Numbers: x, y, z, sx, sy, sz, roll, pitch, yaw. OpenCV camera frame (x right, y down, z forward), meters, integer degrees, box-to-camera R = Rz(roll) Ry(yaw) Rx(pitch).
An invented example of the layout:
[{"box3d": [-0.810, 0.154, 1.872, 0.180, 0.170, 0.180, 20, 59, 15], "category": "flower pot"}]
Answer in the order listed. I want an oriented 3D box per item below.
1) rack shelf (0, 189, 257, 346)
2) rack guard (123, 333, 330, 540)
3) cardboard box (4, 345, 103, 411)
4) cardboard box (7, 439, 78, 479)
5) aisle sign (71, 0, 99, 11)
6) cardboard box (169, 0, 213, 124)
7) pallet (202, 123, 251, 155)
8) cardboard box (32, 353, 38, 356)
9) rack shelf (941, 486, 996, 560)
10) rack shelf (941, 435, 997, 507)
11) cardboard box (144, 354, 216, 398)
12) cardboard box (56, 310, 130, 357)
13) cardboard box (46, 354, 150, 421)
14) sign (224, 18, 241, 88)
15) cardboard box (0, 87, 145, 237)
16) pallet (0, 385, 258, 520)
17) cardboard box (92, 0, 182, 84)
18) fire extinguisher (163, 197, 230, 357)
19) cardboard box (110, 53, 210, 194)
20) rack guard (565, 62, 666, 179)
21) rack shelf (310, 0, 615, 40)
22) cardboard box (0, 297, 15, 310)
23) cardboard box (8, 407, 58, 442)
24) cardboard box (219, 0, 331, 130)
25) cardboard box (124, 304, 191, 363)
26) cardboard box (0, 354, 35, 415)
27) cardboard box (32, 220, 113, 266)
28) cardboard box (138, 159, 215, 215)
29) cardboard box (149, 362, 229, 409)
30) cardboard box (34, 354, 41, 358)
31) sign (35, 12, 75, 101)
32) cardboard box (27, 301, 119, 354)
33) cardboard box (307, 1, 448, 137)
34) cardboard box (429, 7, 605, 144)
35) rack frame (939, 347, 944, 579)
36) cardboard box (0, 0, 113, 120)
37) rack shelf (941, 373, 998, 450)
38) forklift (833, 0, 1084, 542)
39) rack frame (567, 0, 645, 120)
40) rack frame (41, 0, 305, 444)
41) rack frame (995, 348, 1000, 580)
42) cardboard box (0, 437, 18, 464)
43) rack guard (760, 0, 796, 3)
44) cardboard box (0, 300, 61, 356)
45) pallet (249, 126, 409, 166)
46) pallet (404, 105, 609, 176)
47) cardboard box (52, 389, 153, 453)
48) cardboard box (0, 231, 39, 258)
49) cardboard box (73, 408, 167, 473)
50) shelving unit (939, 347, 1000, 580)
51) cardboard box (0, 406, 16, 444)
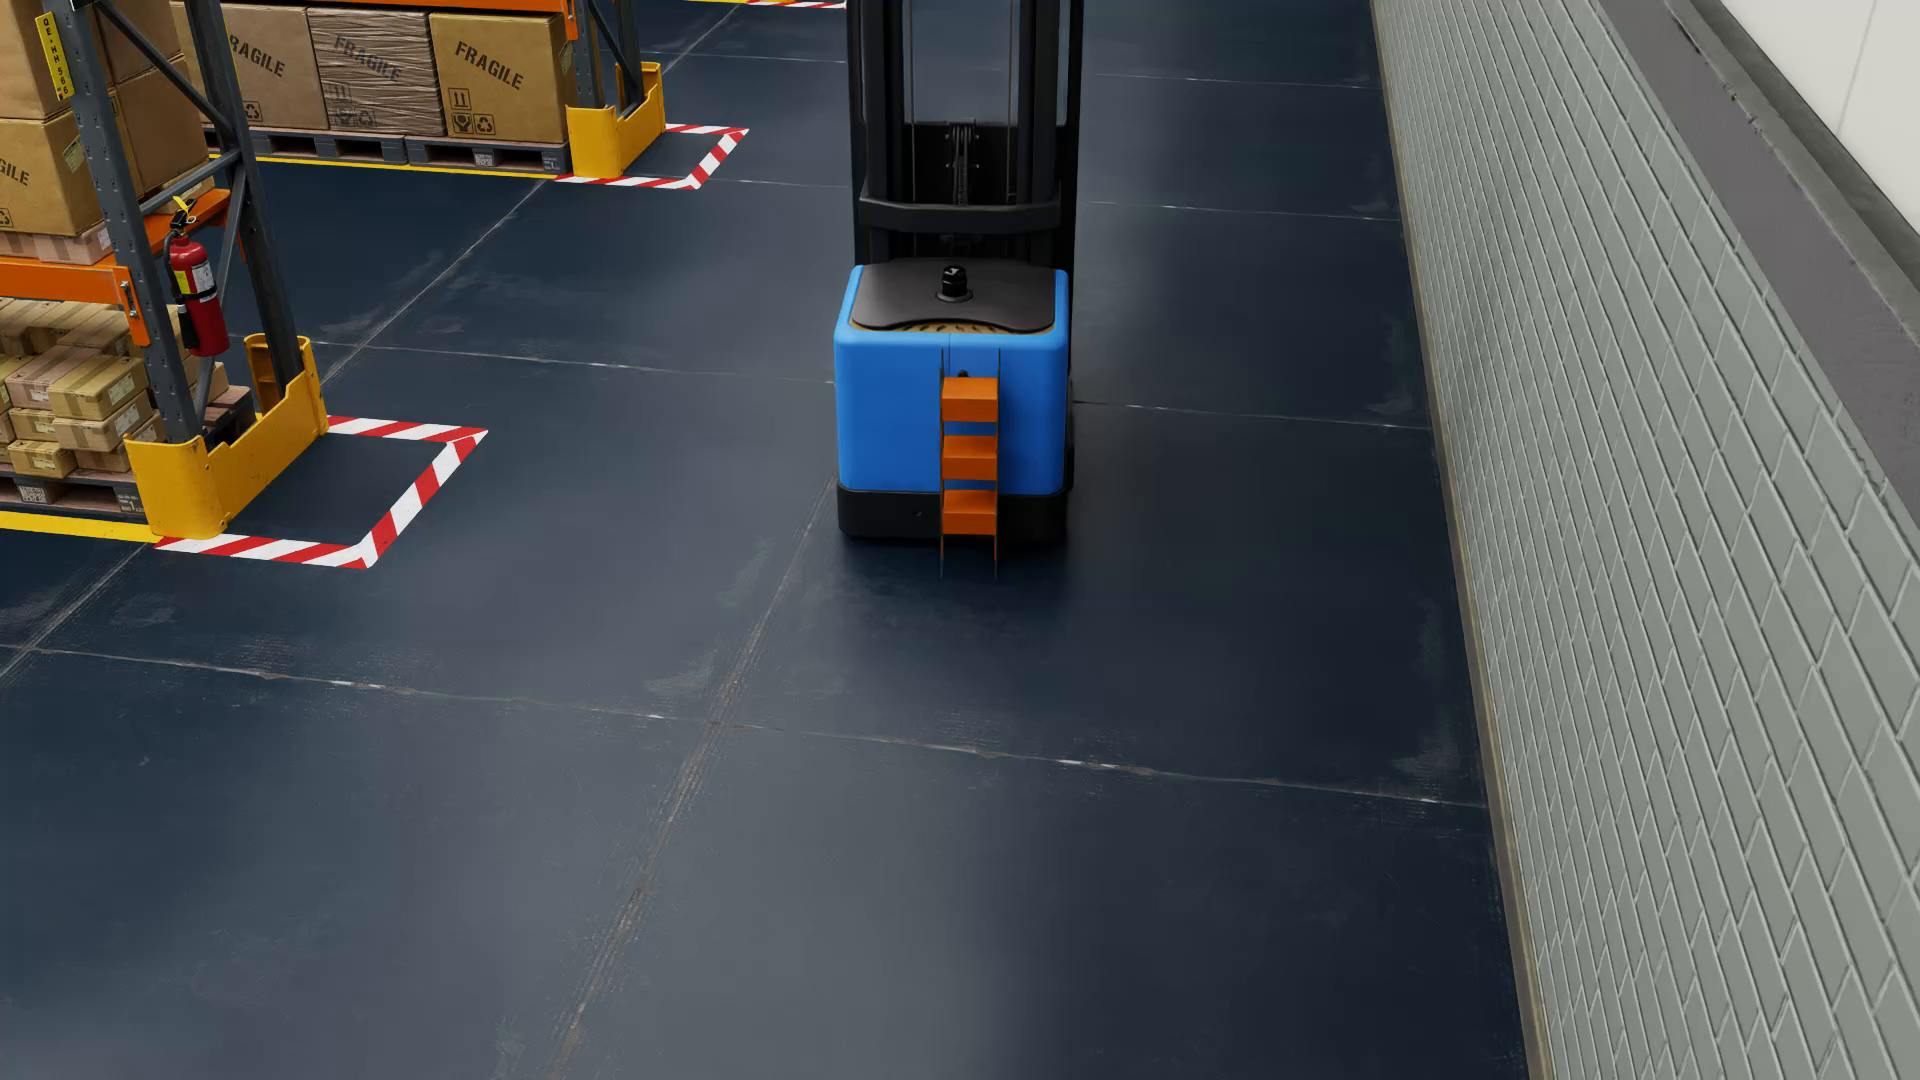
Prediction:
[{"box3d": [-5.446, -1.454, 7.924, 4.000, 0.370, 1.077, 5, 32, 8], "category": "rack shelf"}, {"box3d": [-3.549, -0.528, 8.122, 0.348, 0.500, 1.175, 5, 32, 8], "category": "rack guard"}, {"box3d": [-4.277, -0.769, 7.882, 0.250, 0.149, 0.380, 6, 33, 9], "category": "cardboard box"}, {"box3d": [-4.299, -0.458, 7.945, 0.250, 0.149, 0.380, 6, 33, 10], "category": "cardboard box"}, {"box3d": [-3.453, -2.519, 6.497, 0.004, 0.787, 0.394, 5, 32, 8], "category": "aisle sign"}, {"box3d": [-5.846, -3.699, 12.439, 0.875, 0.875, 0.875, 5, 32, 8], "category": "cardboard box"}, {"box3d": [-5.747, -3.232, 12.714, 1.213, 0.211, 1.003, 5, 32, 8], "category": "pallet"}, {"box3d": [-4.699, -0.966, 8.477, 0.250, 0.149, 0.380, 6, 33, 10], "category": "cardboard box"}, {"box3d": [0.043, -0.077, 7.428, 0.240, 0.259, 0.215, 1, 32, 2], "category": "rack shelf"}, {"box3d": [0.043, -0.313, 7.280, 0.240, 0.259, 0.215, 1, 32, 2], "category": "rack shelf"}, {"box3d": [-3.948, -0.857, 8.303, 0.250, 0.149, 0.380, 6, 33, 10], "category": "cardboard box"}, {"box3d": [-4.226, -0.988, 8.232, 0.250, 0.149, 0.380, 6, 33, 9], "category": "cardboard box"}, {"box3d": [-4.039, -0.717, 7.798, 0.250, 0.149, 0.380, 6, 32, 9], "category": "cardboard box"}, {"box3d": [-3.383, -2.231, 7.671, 0.005, 0.325, 0.100, 5, 32, 8], "category": "sign"}, {"box3d": [-3.961, -1.654, 7.191, 0.500, 0.500, 0.500, 6, 33, 9], "category": "cardboard box"}, {"box3d": [-4.344, -0.496, 8.344, 1.213, 0.211, 1.003, 5, 32, 8], "category": "pallet"}, {"box3d": [-3.872, -2.352, 7.363, 0.500, 0.500, 0.500, 5, 32, 8], "category": "cardboard box"}, {"box3d": [-3.304, -1.126, 7.145, 0.183, 0.674, 0.296, 5, 32, 8], "category": "fire extinguisher"}, {"box3d": [-3.870, -1.933, 7.637, 0.500, 0.500, 0.500, 7, 33, 11], "category": "cardboard box"}, {"box3d": [-2.517, -3.104, 12.237, 0.348, 0.500, 1.175, 5, 32, 8], "category": "rack guard"}, {"box3d": [-4.512, -4.039, 12.054, 4.000, 0.370, 1.077, 5, 32, 8], "category": "rack shelf"}, {"box3d": [-4.983, -1.086, 8.389, 0.250, 0.149, 0.380, 6, 33, 10], "category": "cardboard box"}, {"box3d": [-4.291, -0.625, 7.933, 0.250, 0.149, 0.380, 4, 32, 7], "category": "cardboard box"}, {"box3d": [-4.959, -3.619, 12.311, 0.875, 0.875, 0.875, 5, 32, 8], "category": "cardboard box"}, {"box3d": [-3.934, -1.027, 8.293, 0.250, 0.149, 0.380, 4, 32, 6], "category": "cardboard box"}, {"box3d": [-4.553, -0.726, 7.813, 0.250, 0.149, 0.380, 4, 32, 7], "category": "cardboard box"}, {"box3d": [-3.843, -1.355, 7.325, 0.250, 0.149, 0.380, 5, 32, 8], "category": "cardboard box"}, {"box3d": [-3.738, -1.674, 7.834, 0.250, 0.149, 0.380, 5, 32, 8], "category": "cardboard box"}, {"box3d": [-3.937, -0.764, 8.435, 0.250, 0.149, 0.380, 6, 33, 9], "category": "cardboard box"}, {"box3d": [-4.464, -0.887, 8.350, 0.250, 0.149, 0.380, 6, 32, 9], "category": "cardboard box"}, {"box3d": [-3.587, -1.917, 6.596, 0.005, 0.325, 0.100, 5, 32, 8], "category": "sign"}, {"box3d": [-4.452, -1.078, 8.375, 0.250, 0.149, 0.380, 5, 32, 8], "category": "cardboard box"}, {"box3d": [-4.082, -3.539, 12.184, 0.875, 0.875, 0.875, 5, 32, 8], "category": "cardboard box"}, {"box3d": [-3.185, -3.458, 12.054, 0.875, 0.875, 0.875, 5, 32, 8], "category": "cardboard box"}, {"box3d": [-0.079, -0.324, 7.279, 0.008, 1.050, 0.200, 1, 32, 2], "category": "rack frame"}, {"box3d": [-3.967, -2.083, 6.934, 0.500, 0.500, 0.500, 5, 32, 7], "category": "cardboard box"}, {"box3d": [0.043, -0.553, 7.129, 0.240, 0.259, 0.215, 1, 32, 2], "category": "rack shelf"}, {"box3d": [0.037, -1.988, 8.164, 1.130, 2.935, 3.031, 2, 32, 3], "category": "forklift"}, {"box3d": [-2.540, -4.165, 11.578, 0.127, 3.000, 1.000, 5, 32, 8], "category": "rack frame"}, {"box3d": [-3.474, -1.580, 7.448, 0.127, 3.000, 1.000, 5, 32, 8], "category": "rack frame"}, {"box3d": [0.165, -0.319, 7.270, 0.008, 1.050, 0.200, 1, 32, 2], "category": "rack frame"}, {"box3d": [-4.545, -0.526, 8.055, 0.250, 0.149, 0.380, 5, 32, 8], "category": "cardboard box"}, {"box3d": [-1.681, -5.701, 16.387, 0.348, 0.500, 1.175, 5, 32, 8], "category": "rack guard"}, {"box3d": [-4.711, -1.057, 8.341, 0.250, 0.149, 0.380, 4, 32, 6], "category": "cardboard box"}, {"box3d": [-4.541, -3.124, 12.542, 1.213, 0.211, 1.003, 5, 32, 8], "category": "pallet"}, {"box3d": [-3.342, -3.014, 12.366, 1.213, 0.211, 1.003, 5, 32, 8], "category": "pallet"}, {"box3d": [-4.043, -0.574, 7.850, 0.250, 0.149, 0.380, 4, 32, 7], "category": "cardboard box"}, {"box3d": [-4.082, -1.397, 7.391, 0.250, 0.149, 0.380, 5, 32, 8], "category": "cardboard box"}, {"box3d": [-4.028, -0.488, 7.993, 0.250, 0.149, 0.380, 6, 32, 9], "category": "cardboard box"}, {"box3d": [0.043, -0.322, 7.274, 0.252, 1.050, 0.215, 1, 32, 2], "category": "shelving unit"}, {"box3d": [-4.555, -0.619, 7.923, 0.250, 0.149, 0.380, 4, 32, 6], "category": "cardboard box"}]
